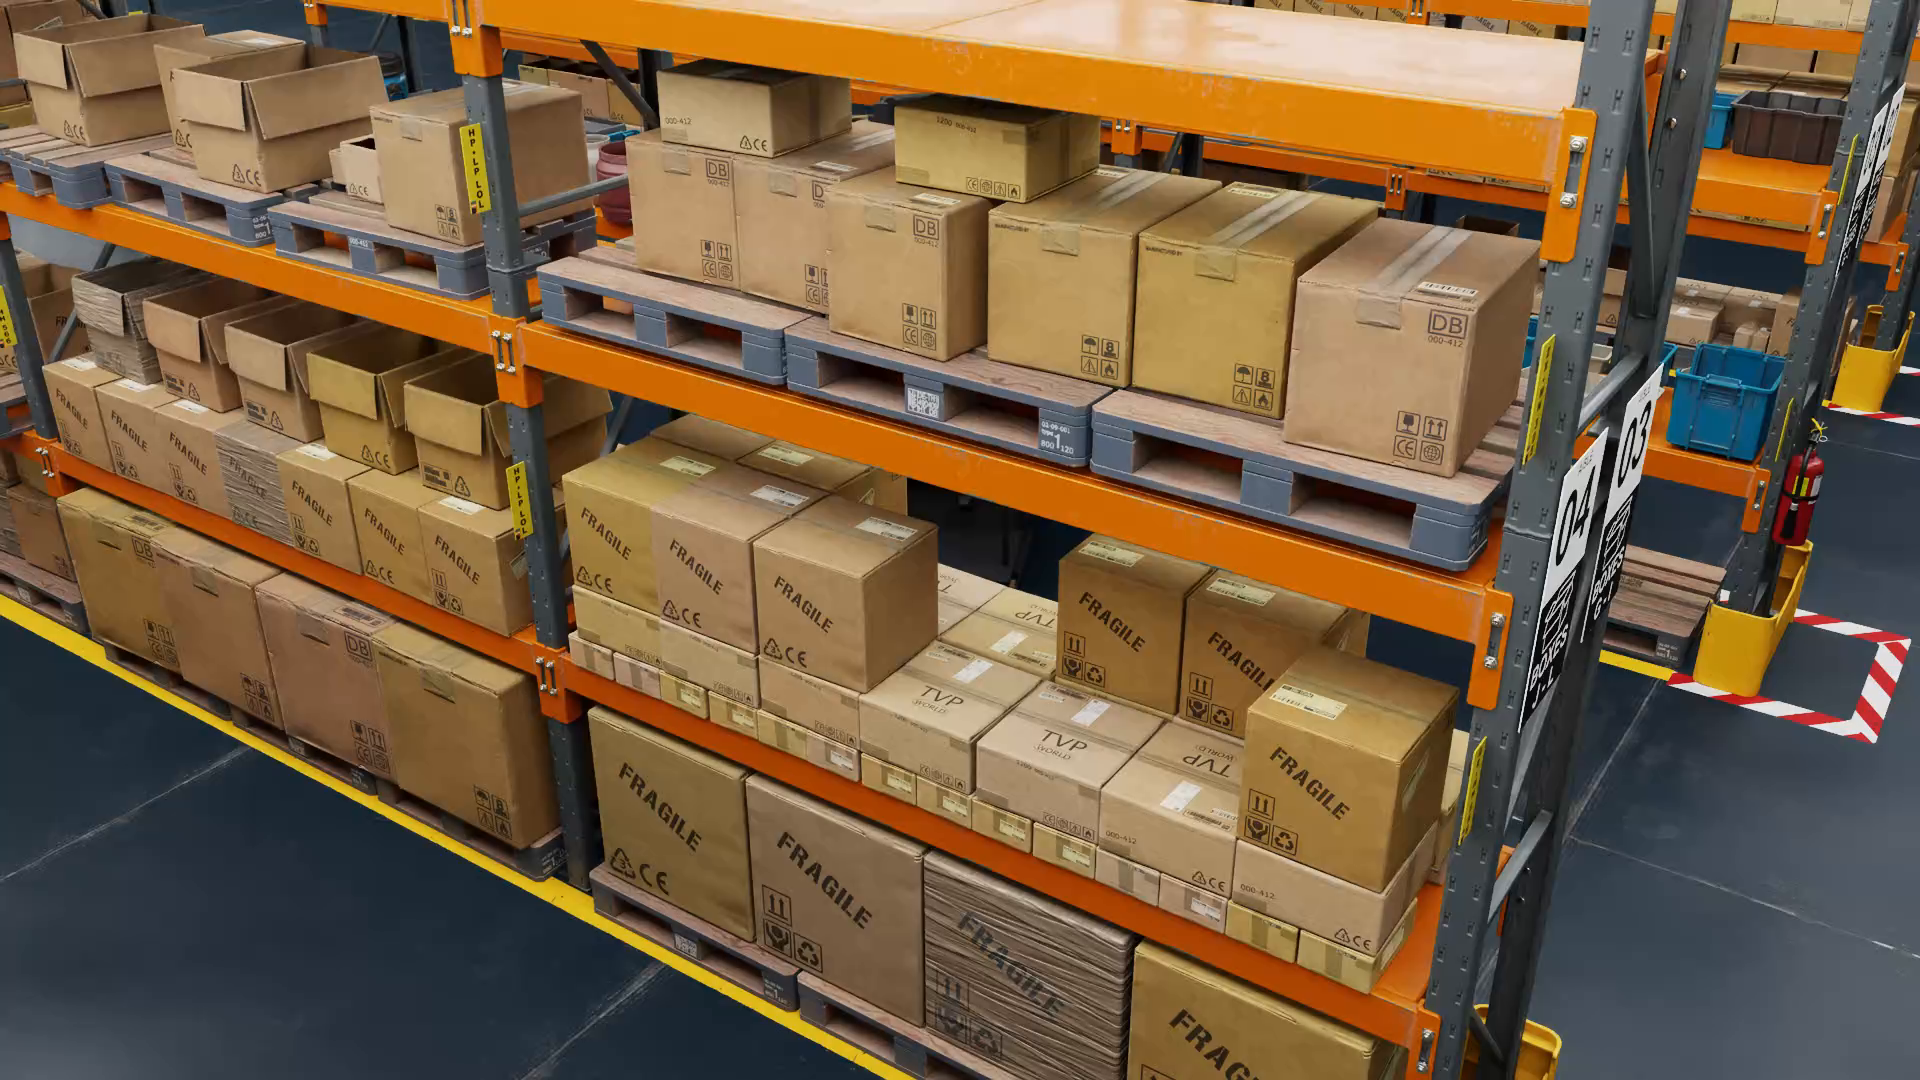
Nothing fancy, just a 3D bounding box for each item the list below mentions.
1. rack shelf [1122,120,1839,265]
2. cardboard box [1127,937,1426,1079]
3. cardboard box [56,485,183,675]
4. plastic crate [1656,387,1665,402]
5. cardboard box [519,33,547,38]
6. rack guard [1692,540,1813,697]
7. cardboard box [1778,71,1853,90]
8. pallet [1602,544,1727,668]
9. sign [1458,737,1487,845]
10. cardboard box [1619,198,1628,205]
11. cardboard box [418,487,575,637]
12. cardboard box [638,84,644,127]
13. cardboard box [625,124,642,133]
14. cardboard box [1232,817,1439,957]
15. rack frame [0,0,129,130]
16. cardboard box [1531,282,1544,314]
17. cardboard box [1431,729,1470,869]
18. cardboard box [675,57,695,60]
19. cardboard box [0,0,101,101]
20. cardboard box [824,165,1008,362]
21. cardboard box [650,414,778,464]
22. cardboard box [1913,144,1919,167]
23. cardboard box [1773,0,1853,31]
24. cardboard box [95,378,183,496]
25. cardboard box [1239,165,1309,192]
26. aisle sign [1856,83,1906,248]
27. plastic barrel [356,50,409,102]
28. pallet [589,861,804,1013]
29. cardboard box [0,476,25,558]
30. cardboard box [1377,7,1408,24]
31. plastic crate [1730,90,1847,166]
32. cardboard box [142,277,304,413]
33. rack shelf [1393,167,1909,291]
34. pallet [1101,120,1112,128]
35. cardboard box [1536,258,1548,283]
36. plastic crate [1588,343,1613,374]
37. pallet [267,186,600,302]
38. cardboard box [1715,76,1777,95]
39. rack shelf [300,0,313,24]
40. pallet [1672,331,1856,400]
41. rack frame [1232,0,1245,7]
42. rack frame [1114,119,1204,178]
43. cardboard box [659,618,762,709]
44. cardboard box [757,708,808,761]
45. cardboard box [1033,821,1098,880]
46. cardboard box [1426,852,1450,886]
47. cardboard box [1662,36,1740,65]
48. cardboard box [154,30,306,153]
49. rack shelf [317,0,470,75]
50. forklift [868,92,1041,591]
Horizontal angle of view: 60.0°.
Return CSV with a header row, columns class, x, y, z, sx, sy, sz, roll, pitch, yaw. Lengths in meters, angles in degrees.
class,x,y,z,sx,sy,sz,roll,pitch,yaw
rack shelf,2.943,-2.239,9.603,4.000,0.370,1.077,17,32,30
cardboard box,1.215,1.768,6.123,0.875,0.875,0.875,17,32,30
cardboard box,-4.249,0.033,9.532,0.875,0.875,1.225,16,31,28
plastic crate,3.817,-0.760,9.436,0.243,0.136,0.396,17,32,30
cardboard box,-4.976,-6.456,20.292,0.500,0.500,0.700,18,32,32
rack guard,4.619,0.406,9.675,0.348,0.500,1.175,17,32,30
cardboard box,6.748,-3.395,13.174,0.500,0.500,0.500,18,32,31
pallet,3.934,0.307,10.188,1.213,0.211,1.003,17,32,30
sign,1.469,0.720,4.764,0.005,0.325,0.100,17,32,30
cardboard box,5.623,-3.010,13.521,0.500,0.500,0.500,17,31,30
cardboard box,-2.049,0.052,7.503,0.500,0.500,0.500,17,32,30
cardboard box,-3.403,-5.108,19.496,0.500,0.500,0.500,17,32,30
cardboard box,-3.825,-4.896,19.906,0.500,0.250,0.500,17,32,30
cardboard box,1.238,1.051,5.488,0.500,0.250,0.500,17,31,30
rack frame,-4.806,-3.586,8.148,0.127,3.000,1.000,17,32,30
cardboard box,5.045,-2.114,14.509,0.250,0.166,0.380,17,32,30
cardboard box,1.545,0.852,5.879,0.500,0.250,0.500,16,31,29
cardboard box,-2.861,-5.798,19.000,0.500,0.500,0.700,16,31,29
cardboard box,-5.048,-2.733,9.119,0.500,0.500,0.500,18,32,31
cardboard box,-0.039,-0.992,5.676,0.500,0.500,0.700,19,33,32
cardboard box,-0.979,-0.267,7.252,0.500,0.500,0.500,18,32,32
cardboard box,9.784,-3.961,17.077,0.250,0.149,0.380,18,32,31
cardboard box,6.421,-3.996,12.427,0.500,0.250,0.500,17,32,30
cardboard box,-4.133,-0.599,8.783,0.500,0.500,0.500,16,31,29
cardboard box,3.017,-3.476,15.991,0.500,0.250,0.500,17,32,30
aisle sign,4.820,-1.961,8.703,0.004,0.787,0.394,17,32,30
plastic barrel,-5.152,-3.802,14.635,0.708,0.901,0.600,17,32,30
pallet,-0.927,1.582,7.682,1.213,0.211,1.003,17,32,30
cardboard box,-5.835,-0.296,10.570,0.500,0.500,0.700,14,30,26
cardboard box,5.131,-6.037,19.119,0.500,0.500,0.500,18,32,32
plastic crate,4.432,-2.191,8.859,0.590,0.269,0.497,17,32,30
cardboard box,-3.677,-1.042,8.547,0.637,0.503,0.797,18,32,31
rack shelf,5.751,-2.753,13.920,4.000,0.370,1.077,17,32,30
pallet,1.404,-4.381,16.538,1.003,0.211,1.213,17,32,30
cardboard box,5.351,-2.352,14.819,0.500,0.311,0.500,17,32,30
plastic crate,3.798,-1.093,10.089,0.298,0.136,0.250,17,32,30
pallet,-2.293,-1.353,7.280,1.217,0.209,0.805,16,31,28
cardboard box,6.030,-3.323,13.034,0.500,0.500,0.500,18,32,32
rack shelf,-6.948,-5.321,15.658,4.000,0.370,1.077,17,32,30
pallet,6.679,-1.541,13.820,1.213,0.211,1.003,17,32,30
rack frame,3.607,-6.468,20.426,0.127,3.000,1.000,17,32,30
rack frame,1.295,-1.737,11.129,0.127,3.000,1.000,17,32,30
cardboard box,-0.863,0.397,6.773,0.500,0.250,0.500,17,32,30
cardboard box,-0.591,0.695,6.629,0.250,0.149,0.380,17,31,30
cardboard box,0.465,1.024,5.981,0.250,0.149,0.380,17,31,29
cardboard box,1.682,1.040,5.951,0.250,0.149,0.380,18,32,31
cardboard box,7.940,-5.239,17.681,0.700,0.700,0.980,16,31,29
cardboard box,-3.502,-2.162,8.085,0.500,0.500,0.500,19,33,33
rack shelf,-3.158,-2.573,7.393,4.000,0.370,1.077,17,32,30
forklift,-0.170,-0.995,9.748,1.130,2.935,3.031,4,27,8
